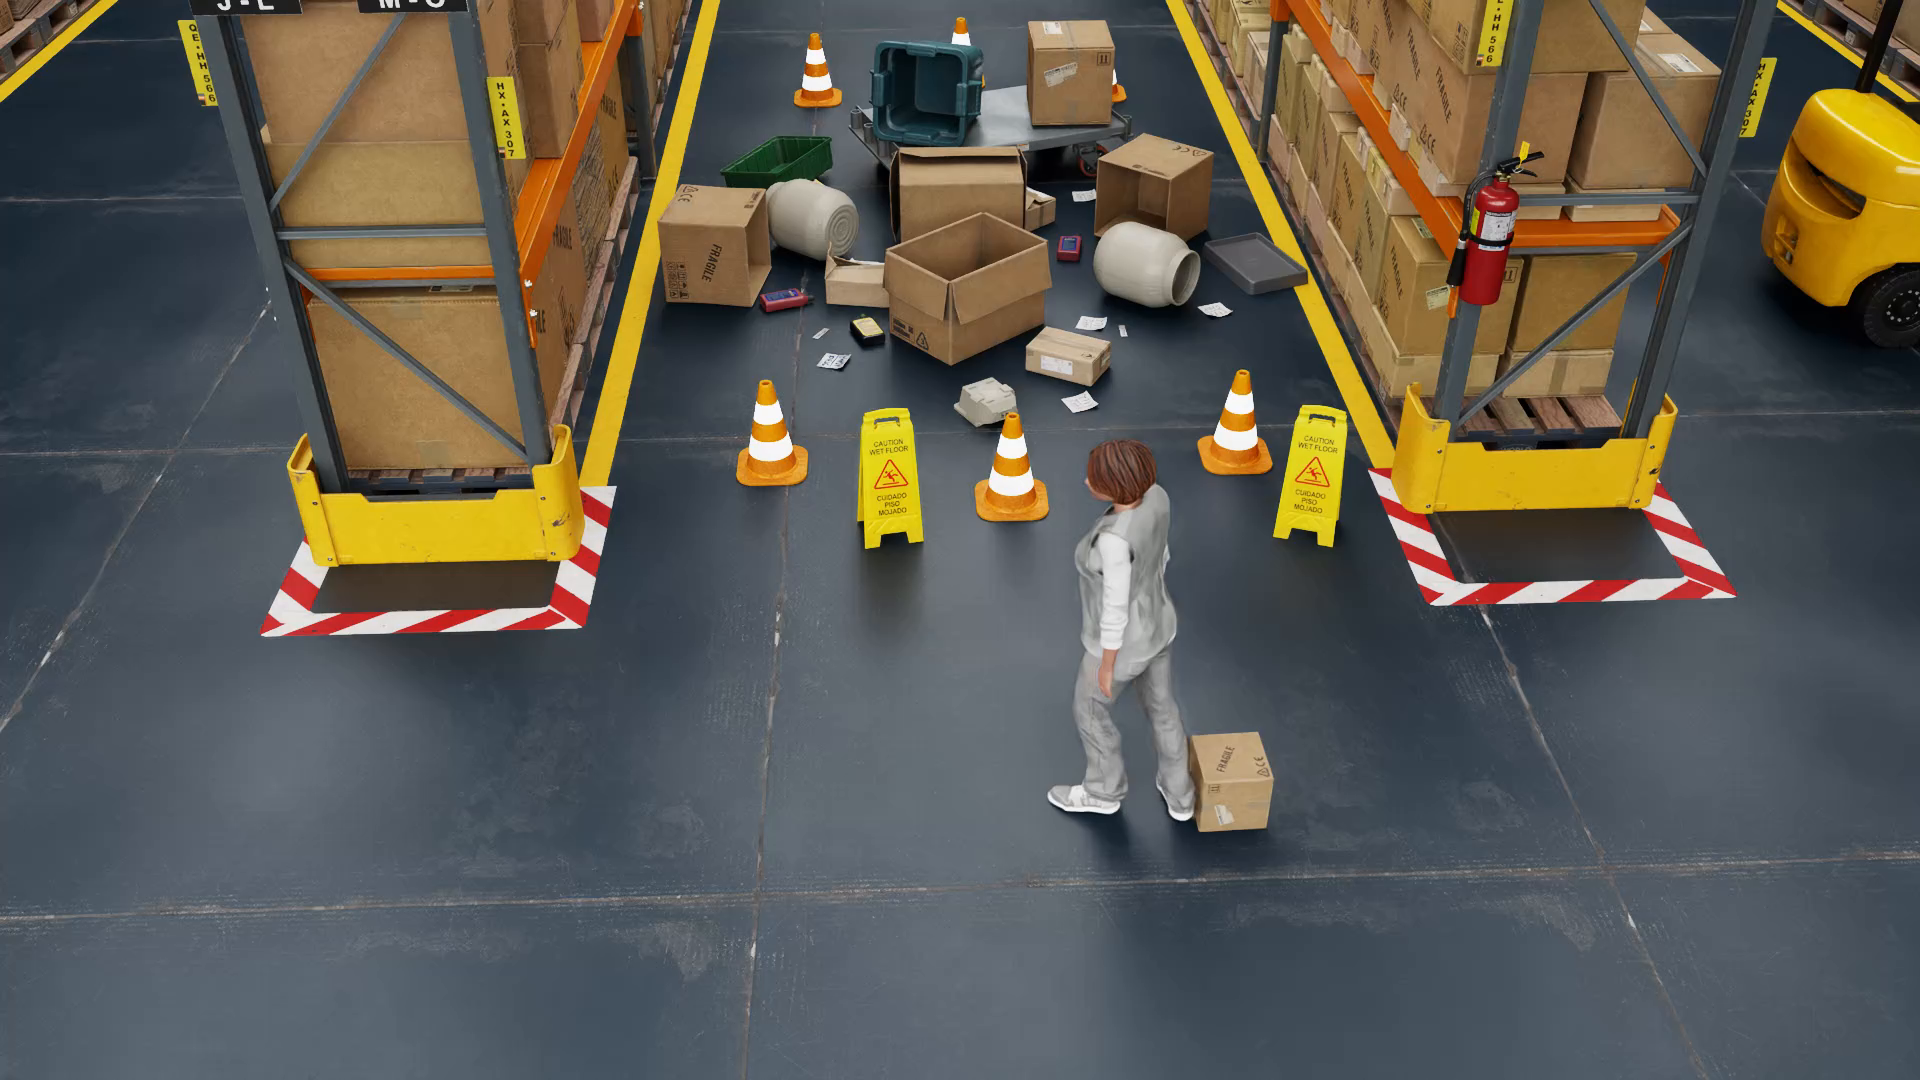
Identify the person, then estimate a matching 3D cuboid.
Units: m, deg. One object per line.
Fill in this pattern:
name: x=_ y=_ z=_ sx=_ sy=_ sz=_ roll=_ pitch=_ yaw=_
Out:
person: x=0.604 y=0.343 z=5.681 sx=0.513 sy=1.590 sz=0.452 roll=21 pitch=41 yaw=27
